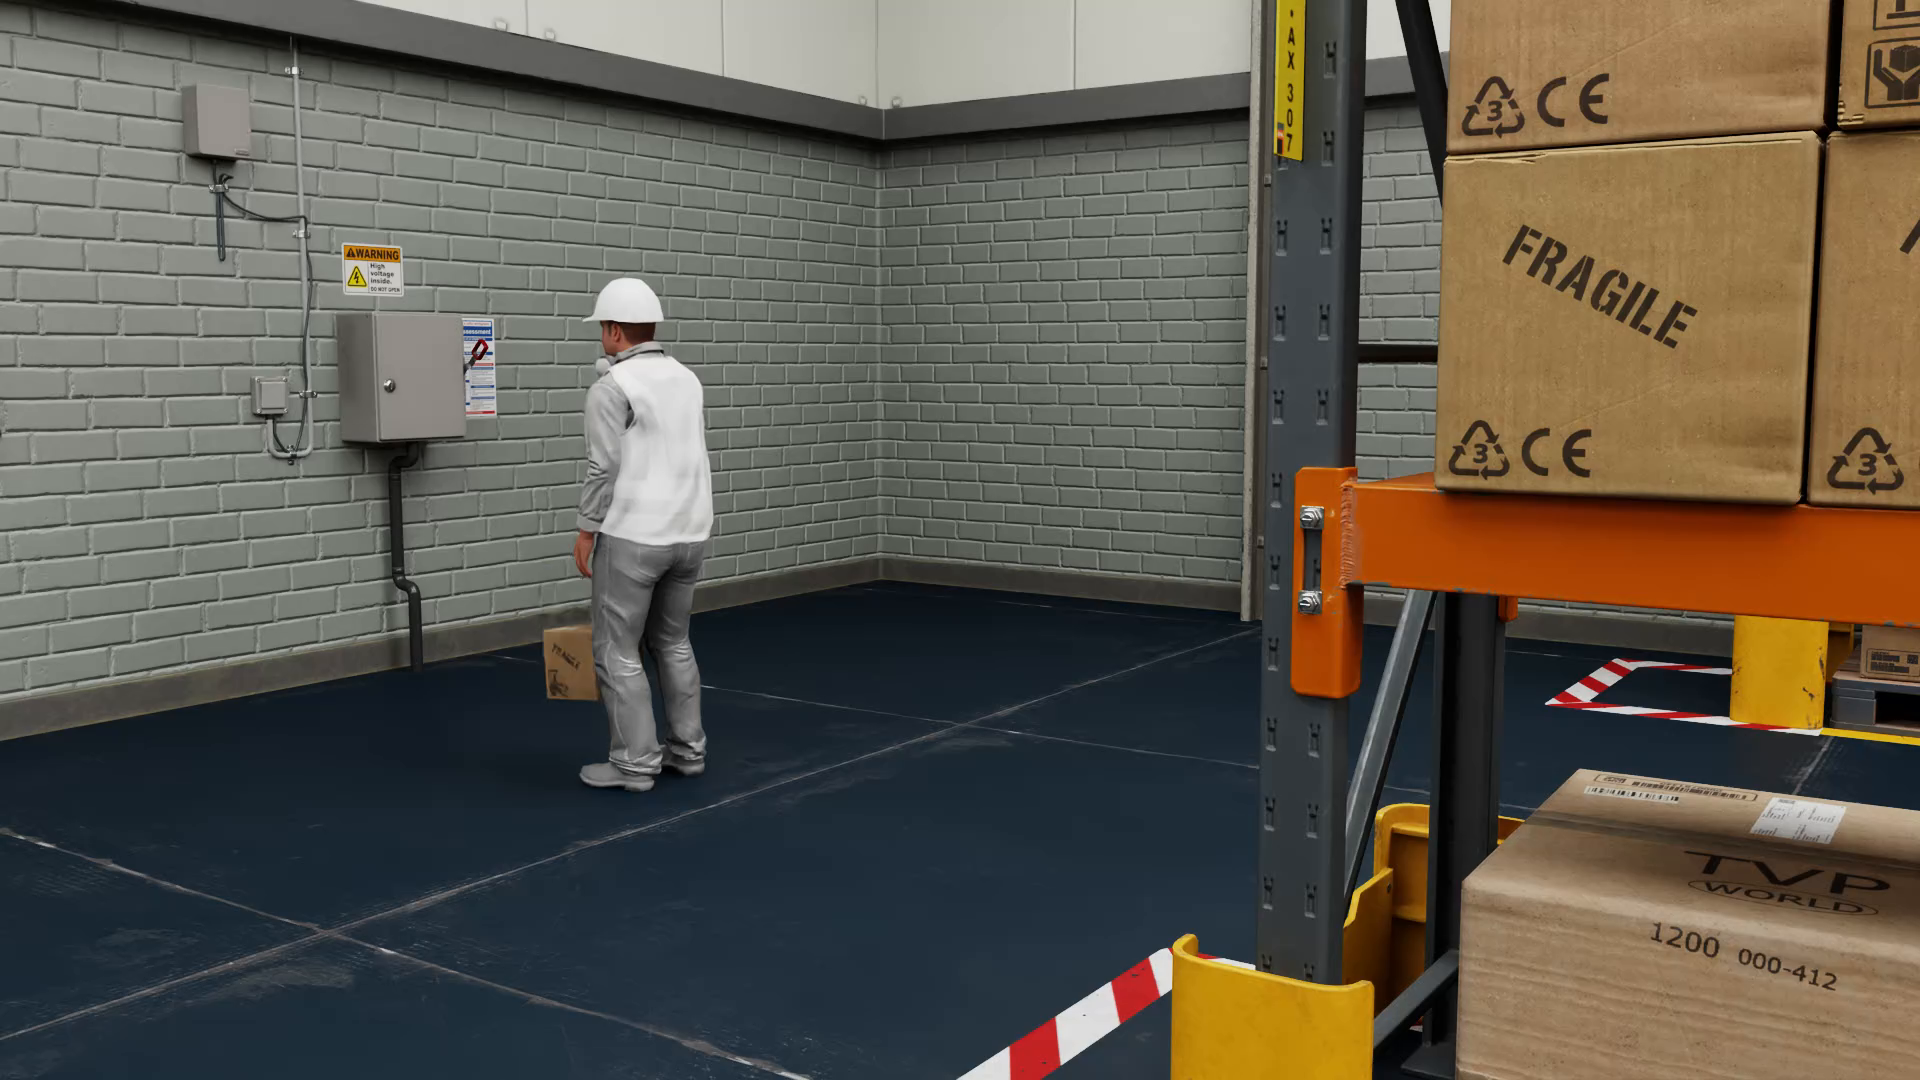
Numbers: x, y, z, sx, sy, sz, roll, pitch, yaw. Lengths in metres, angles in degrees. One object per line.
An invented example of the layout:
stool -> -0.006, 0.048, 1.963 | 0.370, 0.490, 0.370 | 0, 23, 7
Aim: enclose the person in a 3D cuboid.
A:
person -> -1.106, -0.023, 5.847 | 0.439, 1.775, 0.563 | 4, 7, 32
